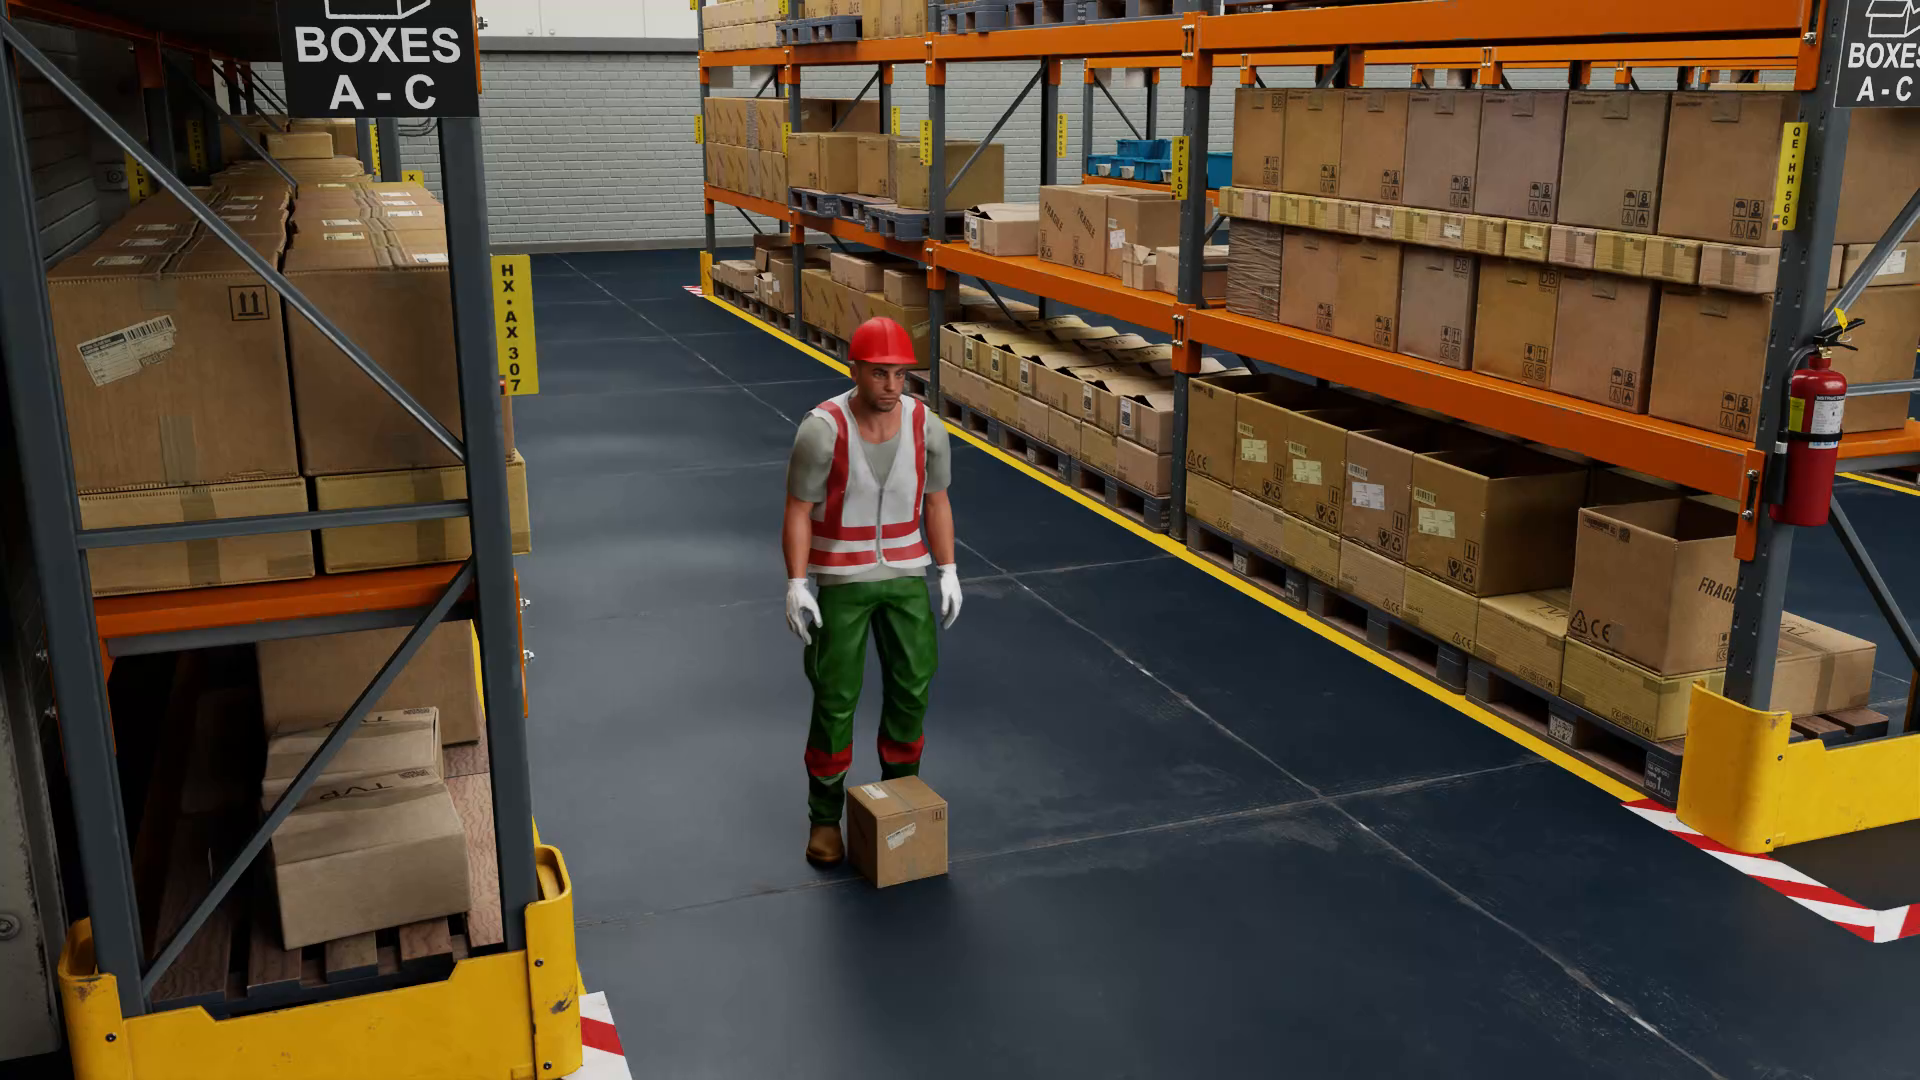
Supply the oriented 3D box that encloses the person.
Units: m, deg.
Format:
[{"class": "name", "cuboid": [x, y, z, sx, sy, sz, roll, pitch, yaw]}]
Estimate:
[{"class": "person", "cuboid": [-0.284, 0.155, 5.433, 0.608, 1.780, 0.448, -6, 16, -20]}]
